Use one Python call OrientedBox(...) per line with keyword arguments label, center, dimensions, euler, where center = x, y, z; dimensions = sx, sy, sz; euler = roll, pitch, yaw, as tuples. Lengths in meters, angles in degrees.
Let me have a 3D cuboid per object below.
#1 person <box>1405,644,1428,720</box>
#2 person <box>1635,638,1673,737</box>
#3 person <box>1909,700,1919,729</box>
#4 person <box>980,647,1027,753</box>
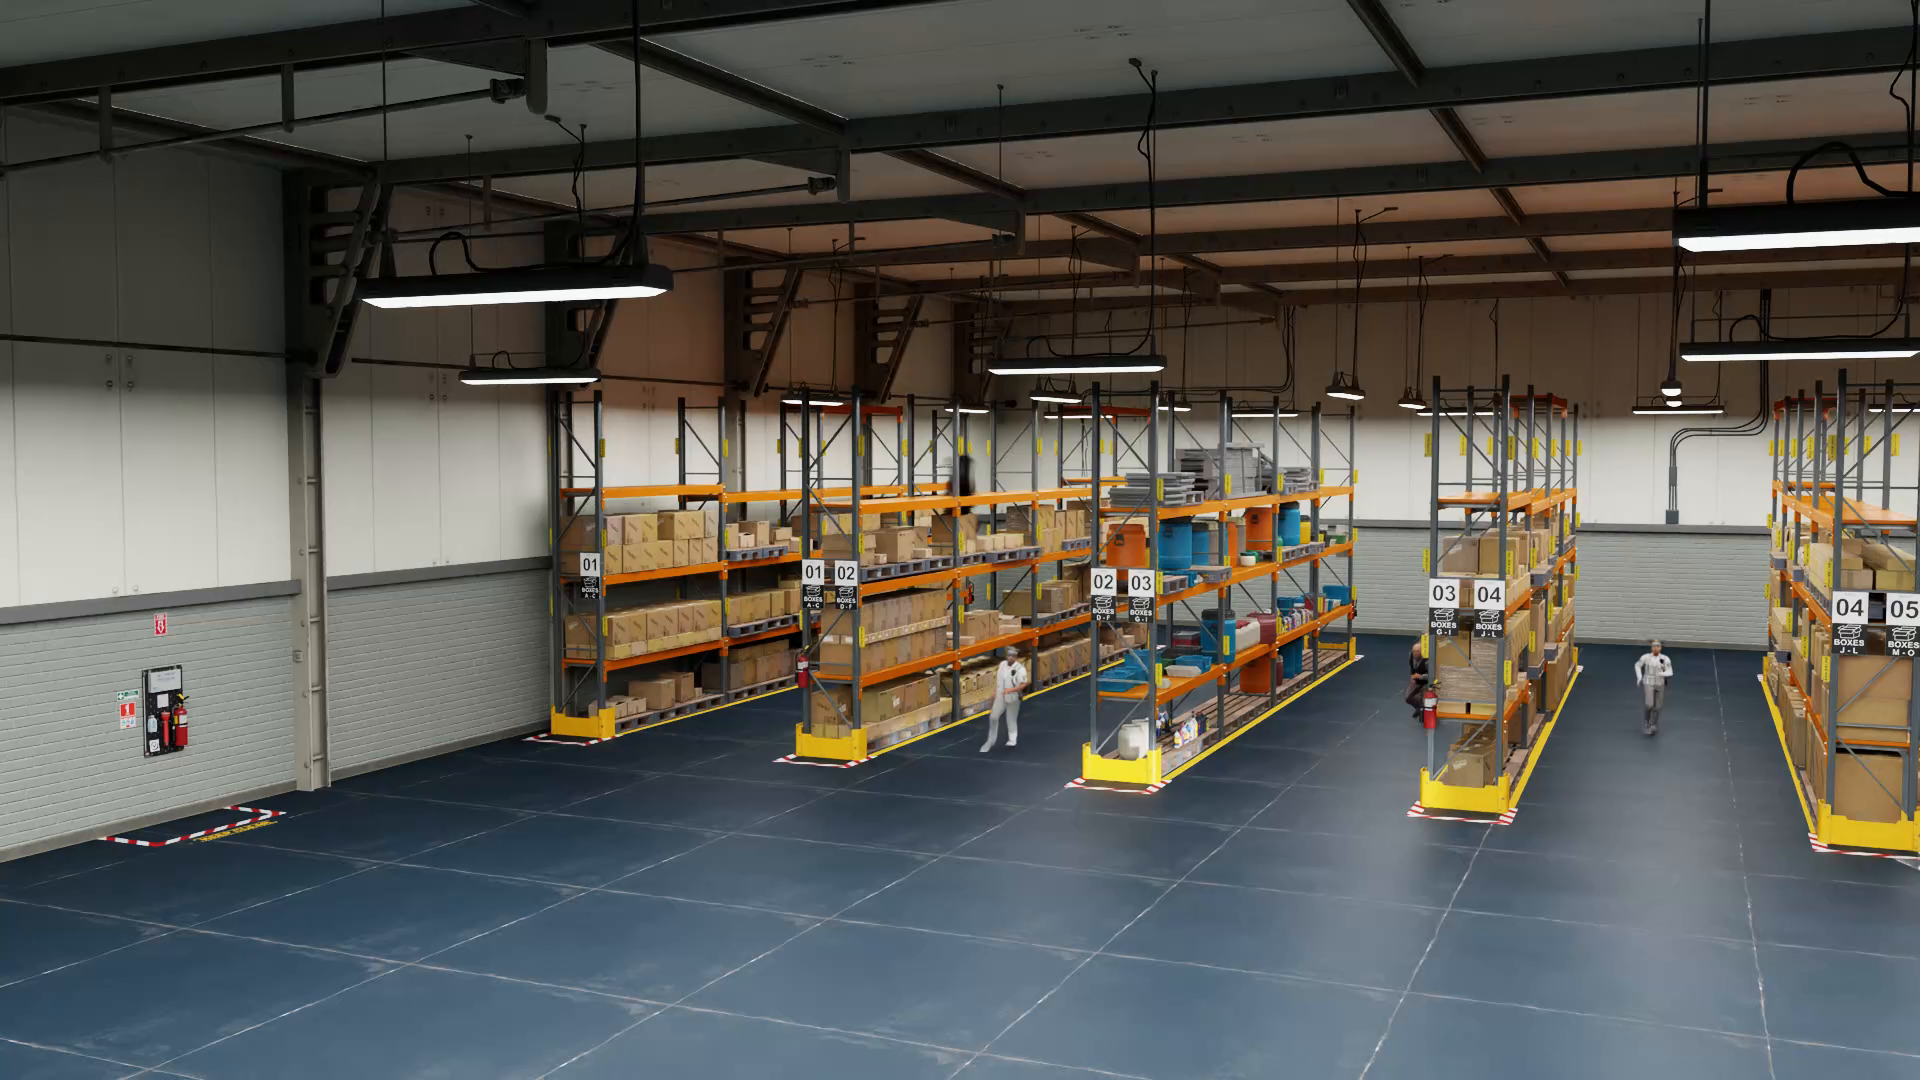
OrientedBox(label="person", center=(8.317, 2.590, 30.018), dimensions=(0.973, 1.488, 0.685), euler=(-3, 4, -43))
OrientedBox(label="person", center=(12.078, 2.562, 28.918), dimensions=(0.554, 1.718, 0.685), euler=(1, 3, 12))
OrientedBox(label="person", center=(16.916, 2.530, 29.134), dimensions=(0.647, 1.747, 0.972), euler=(1, 3, 17))
OrientedBox(label="person", center=(0.777, 2.611, 27.367), dimensions=(0.733, 1.754, 0.825), euler=(1, 3, 24))
